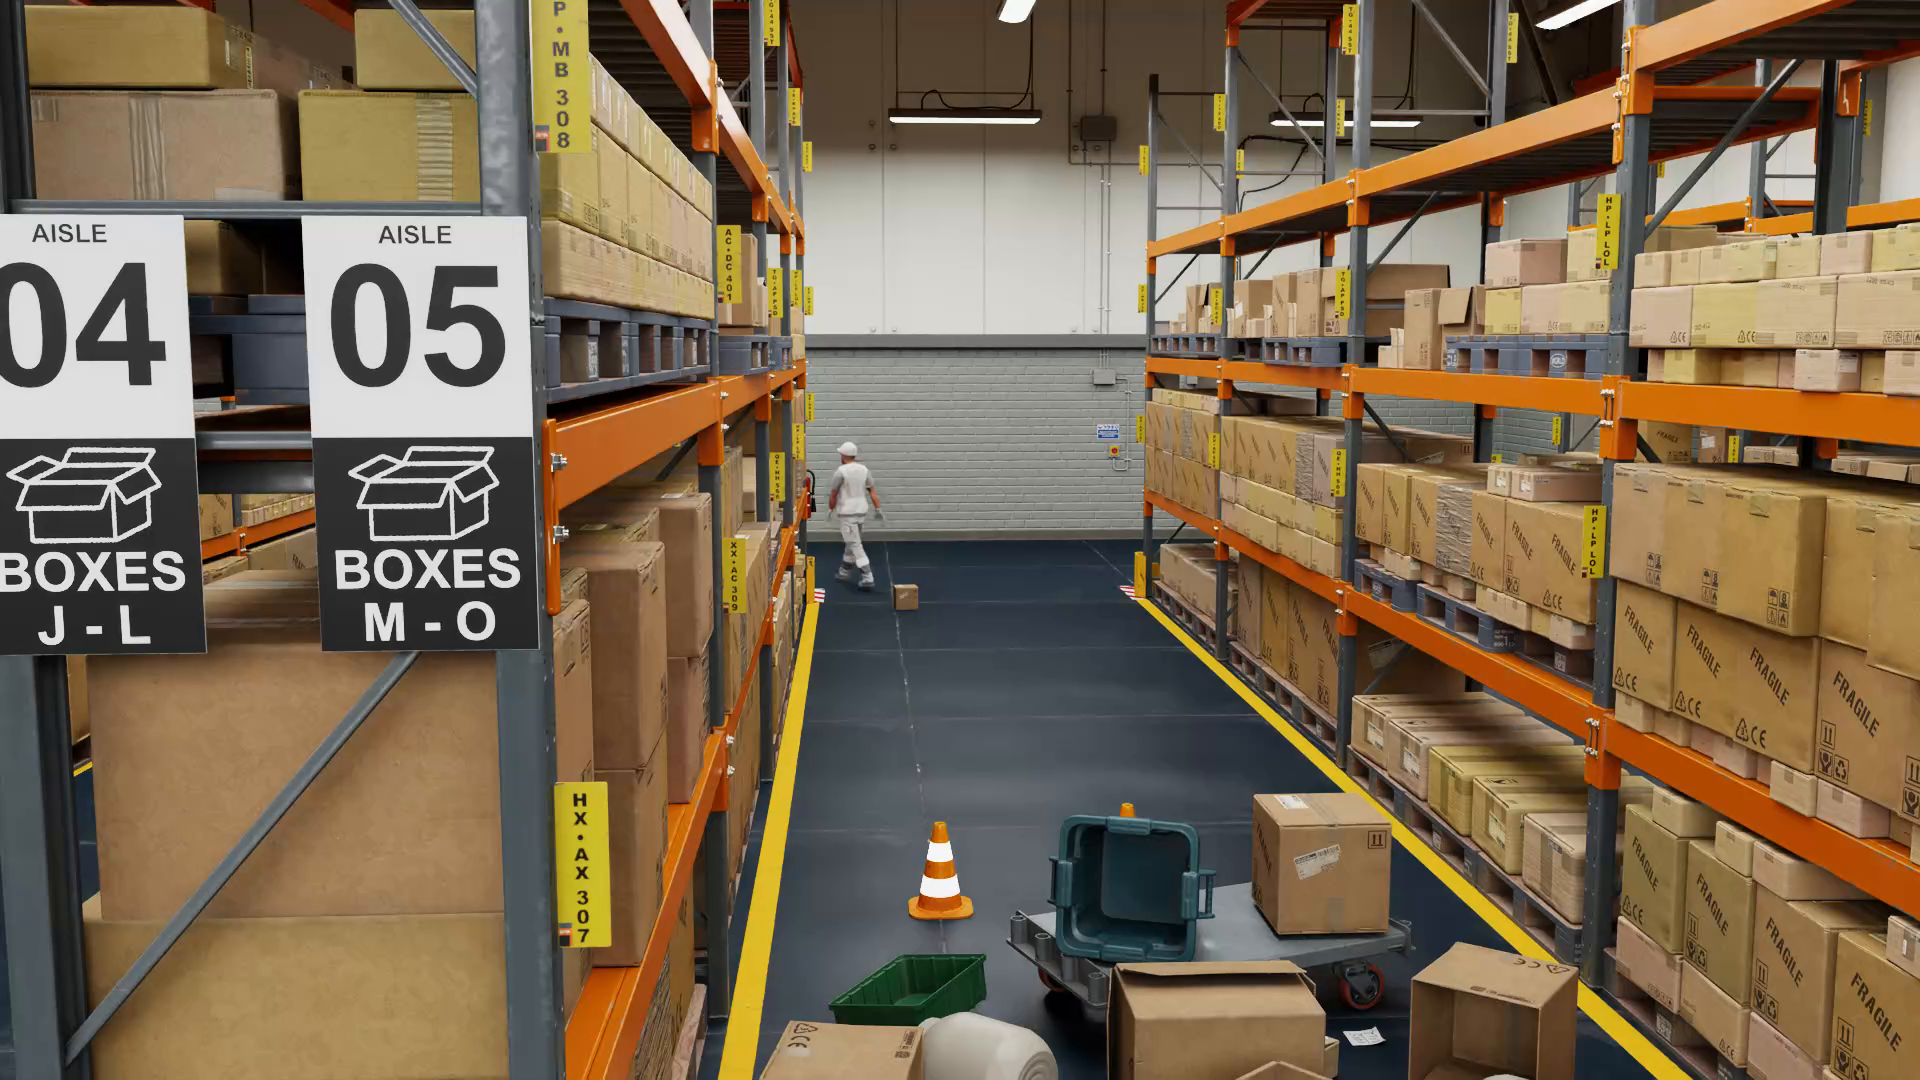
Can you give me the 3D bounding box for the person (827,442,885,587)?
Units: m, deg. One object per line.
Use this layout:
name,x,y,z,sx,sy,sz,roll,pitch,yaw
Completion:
person,-1.348,-0.328,20.212,0.637,1.745,0.948,-6,9,-42
